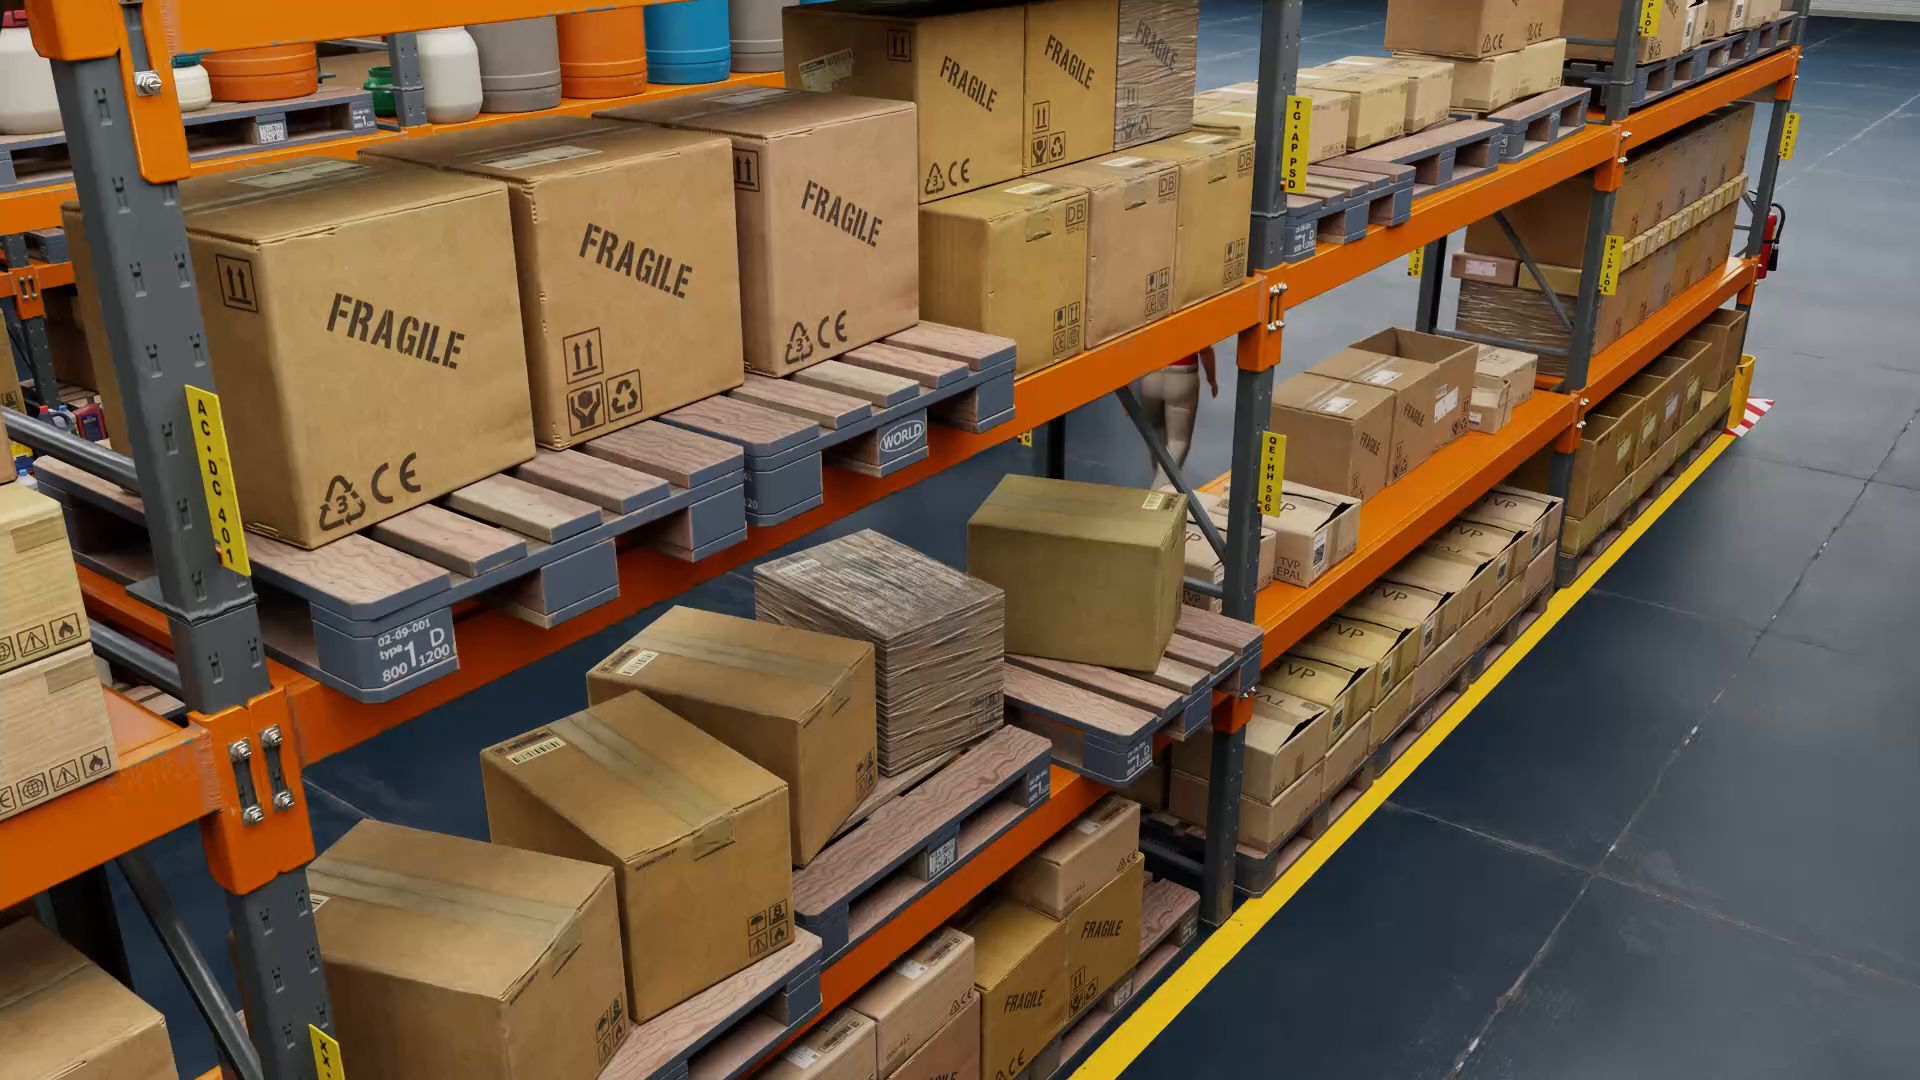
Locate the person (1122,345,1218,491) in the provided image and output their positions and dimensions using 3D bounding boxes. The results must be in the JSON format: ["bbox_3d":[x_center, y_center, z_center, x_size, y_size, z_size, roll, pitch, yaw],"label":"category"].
[{"bbox_3d":[1.404,-1.041,11.038,0.554,1.672,1.062,10,25,22],"label":"person"}]
